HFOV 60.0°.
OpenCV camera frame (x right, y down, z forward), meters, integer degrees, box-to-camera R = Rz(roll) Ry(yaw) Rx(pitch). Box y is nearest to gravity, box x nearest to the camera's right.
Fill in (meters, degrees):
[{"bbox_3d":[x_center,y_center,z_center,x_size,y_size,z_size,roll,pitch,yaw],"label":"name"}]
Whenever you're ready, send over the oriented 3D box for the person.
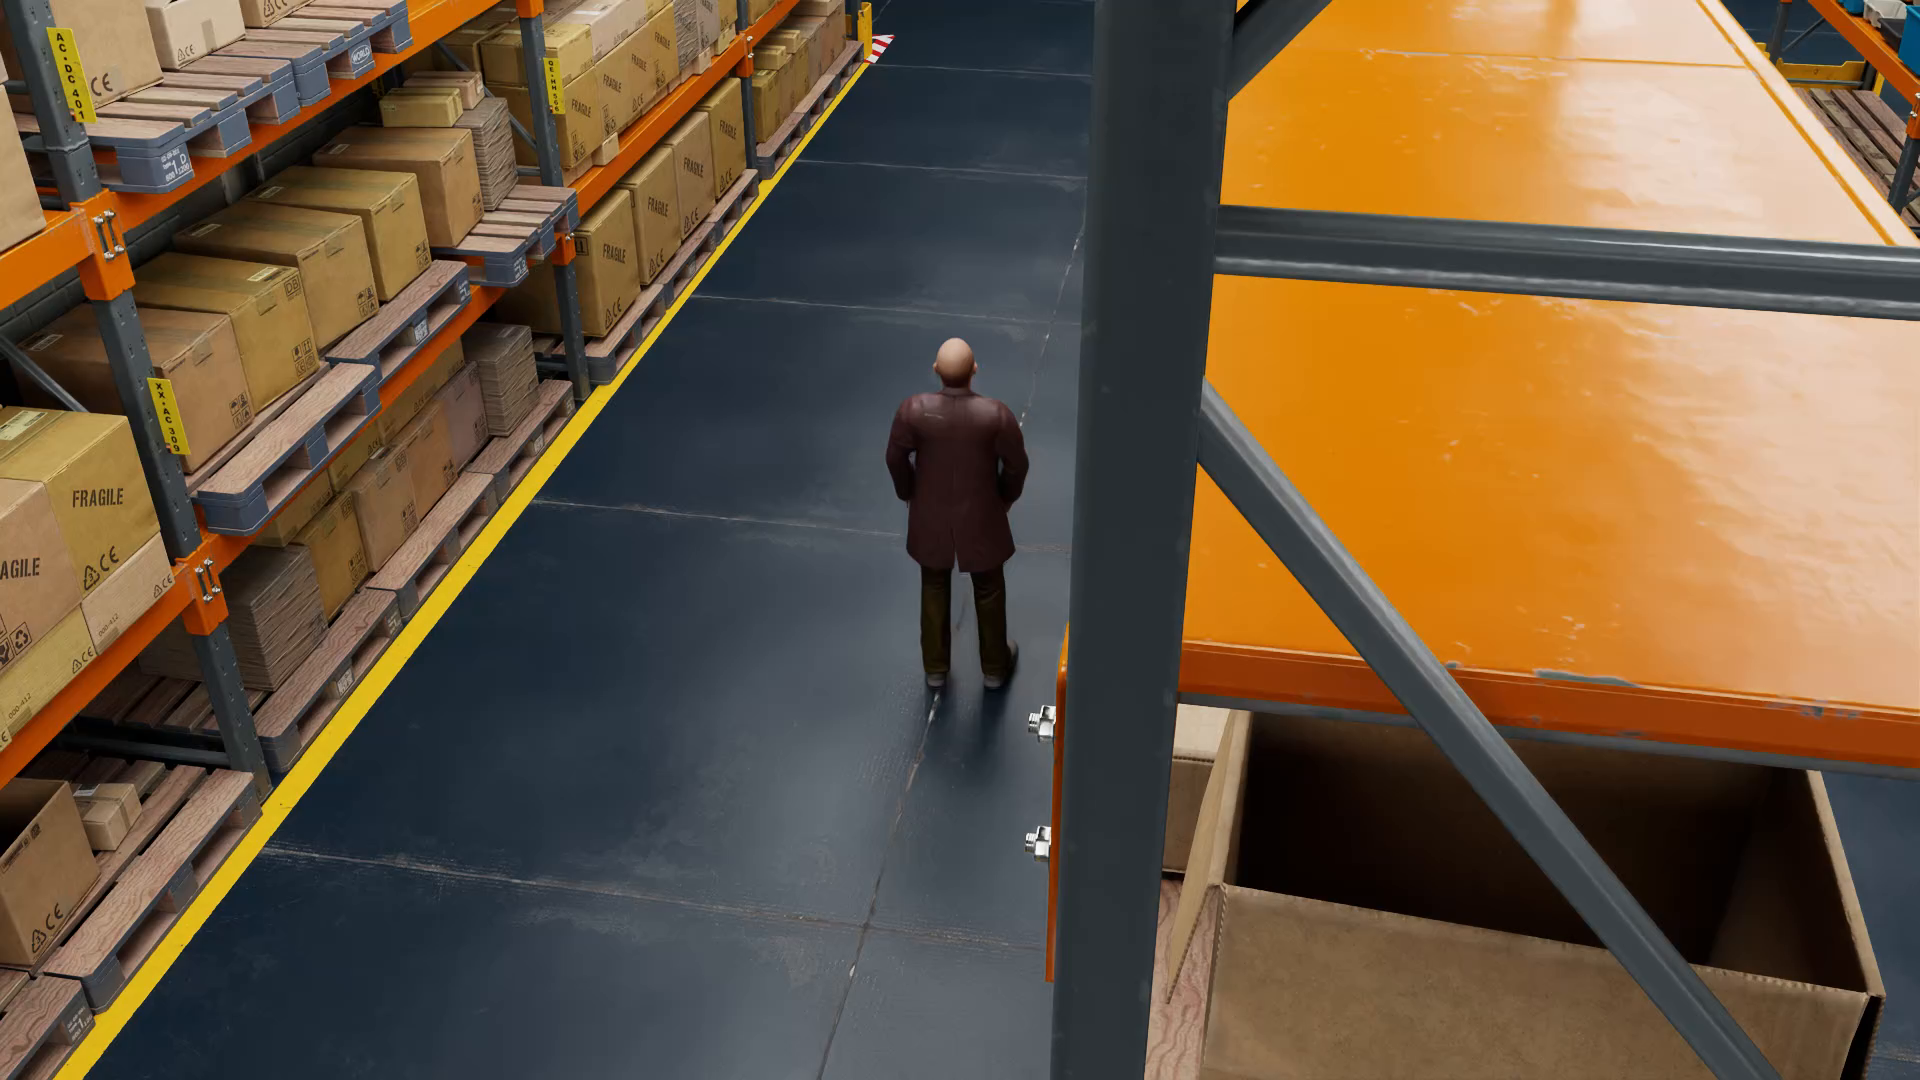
[{"bbox_3d":[0.002,-0.133,7.857,0.647,1.777,0.441,5,32,8],"label":"person"}]
